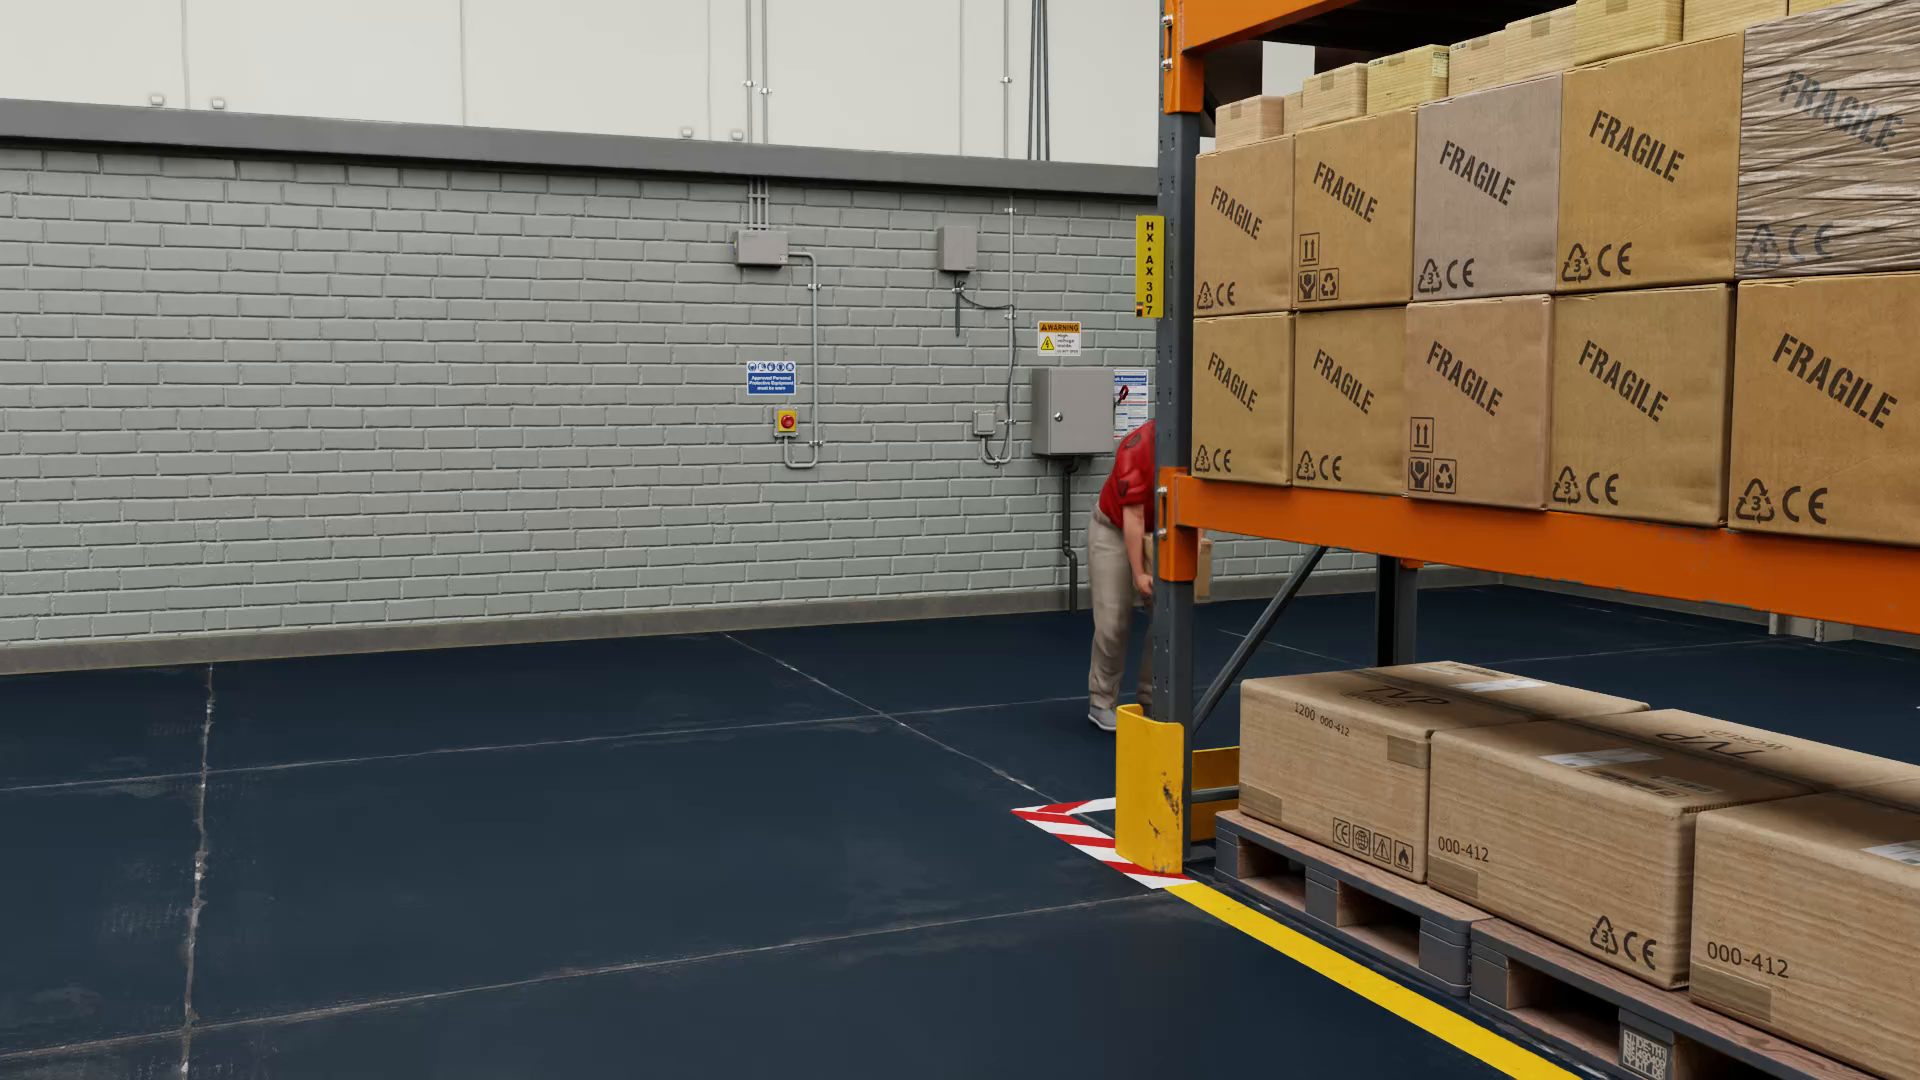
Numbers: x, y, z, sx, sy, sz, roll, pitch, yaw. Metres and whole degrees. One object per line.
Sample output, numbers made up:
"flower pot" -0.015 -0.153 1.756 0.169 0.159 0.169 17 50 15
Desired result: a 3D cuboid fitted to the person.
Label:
"person" 0.878 0.089 7.656 0.487 1.595 0.675 -2 6 -25
